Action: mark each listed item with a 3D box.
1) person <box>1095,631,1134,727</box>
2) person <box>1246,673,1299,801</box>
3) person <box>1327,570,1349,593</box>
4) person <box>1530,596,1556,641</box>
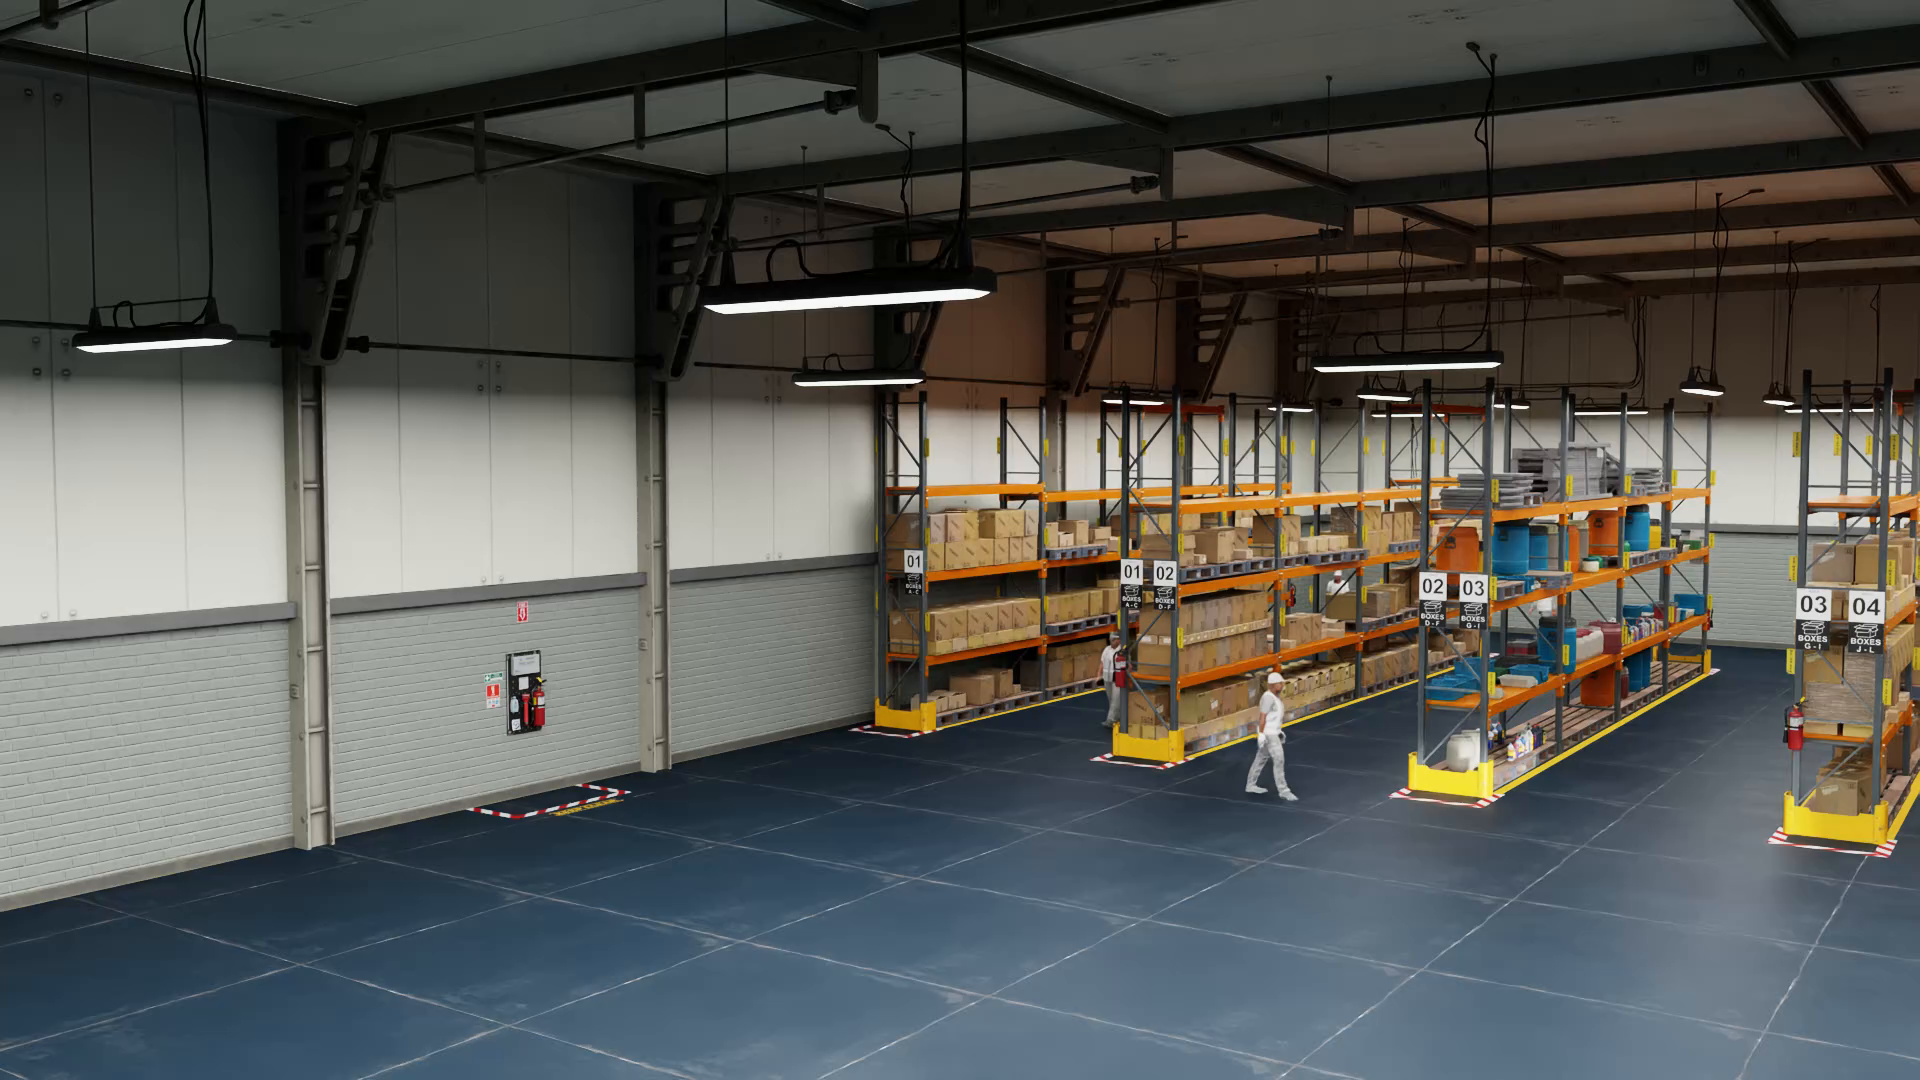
[{"bbox_3d":[2.695,2.481,29.658,0.576,1.709,1.074,3,4,39],"label":"person"},{"bbox_3d":[4.492,2.796,23.872,0.765,1.786,0.585,1,3,14],"label":"person"},{"bbox_3d":[10.113,1.663,44.519,0.577,1.706,1.122,0,3,9],"label":"person"},{"bbox_3d":[14.878,1.768,42.417,1.099,1.709,0.554,-1,3,-21],"label":"person"}]
